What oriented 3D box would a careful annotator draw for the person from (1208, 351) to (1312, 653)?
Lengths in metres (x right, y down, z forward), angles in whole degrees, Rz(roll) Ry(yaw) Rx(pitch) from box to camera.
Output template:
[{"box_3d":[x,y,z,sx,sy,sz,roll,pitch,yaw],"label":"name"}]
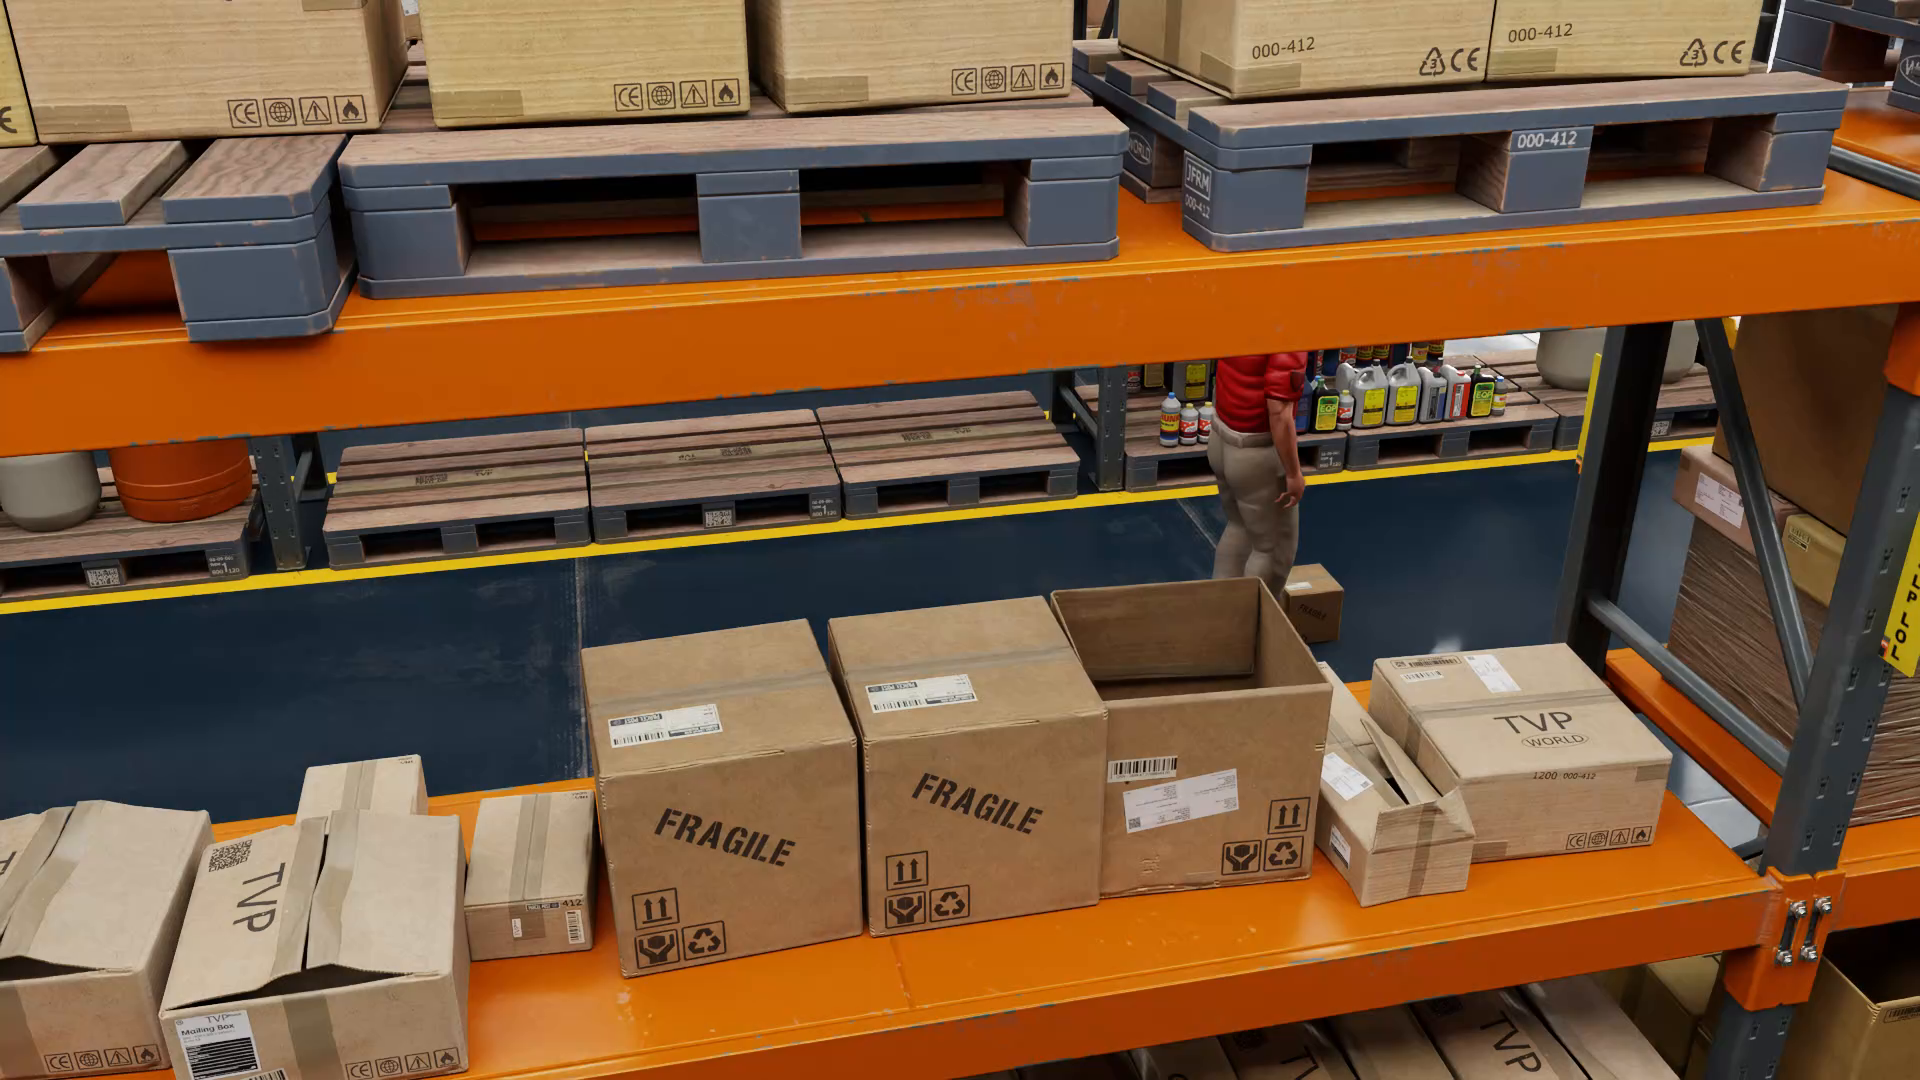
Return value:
[{"box_3d":[1.246,-0.357,6.843,0.377,1.727,0.606,-7,27,-14],"label":"person"}]
